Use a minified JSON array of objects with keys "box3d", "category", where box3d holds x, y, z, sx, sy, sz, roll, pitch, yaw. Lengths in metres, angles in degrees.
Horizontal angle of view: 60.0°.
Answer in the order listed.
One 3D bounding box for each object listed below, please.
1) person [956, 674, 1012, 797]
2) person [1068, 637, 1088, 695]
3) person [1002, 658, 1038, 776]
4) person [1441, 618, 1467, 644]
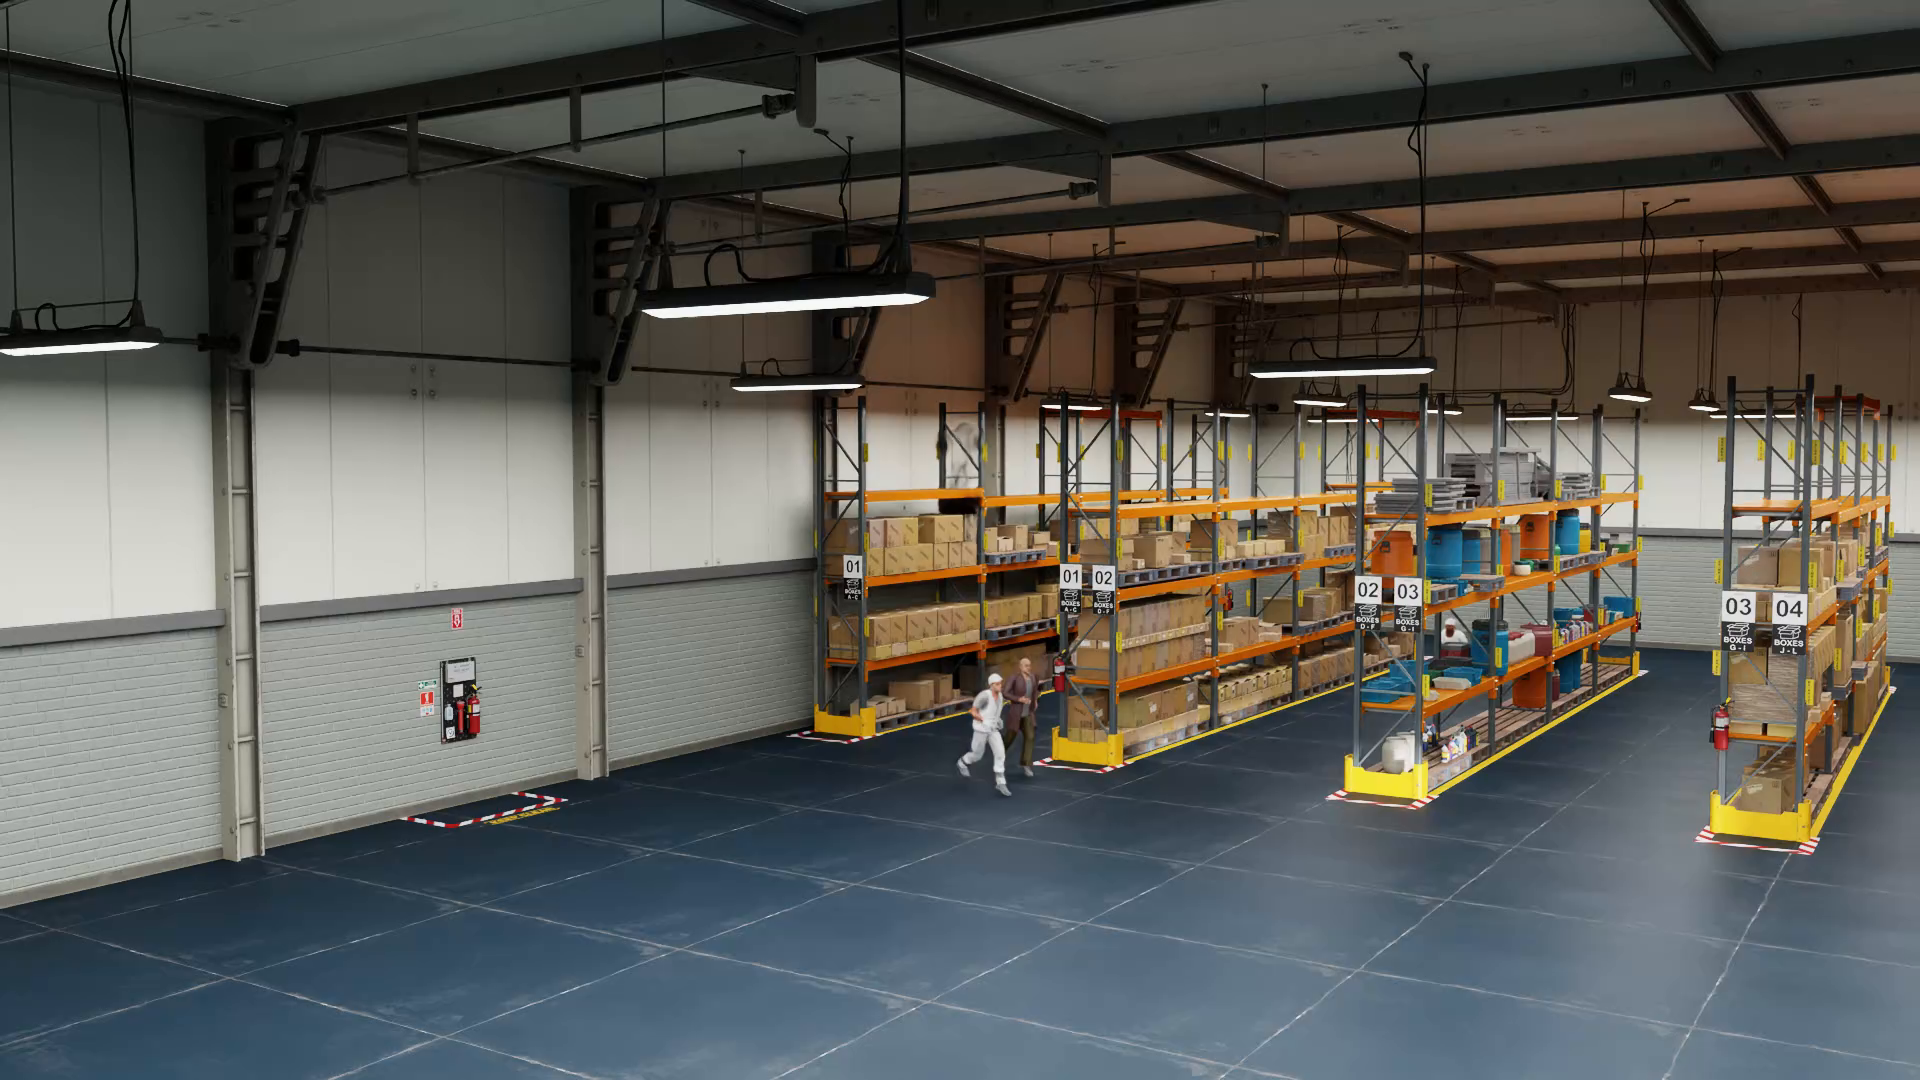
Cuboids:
[{"box3d":[0.358,2.836,24.570,0.660,1.772,1.132,-3,4,-41],"category":"person"},{"box3d":[2.376,2.440,31.794,0.698,1.773,0.976,2,3,28],"category":"person"},{"box3d":[0.992,2.735,26.046,0.719,1.776,1.057,-1,3,-25],"category":"person"},{"box3d":[9.793,2.397,33.171,0.663,1.695,0.692,2,4,33],"category":"person"}]
